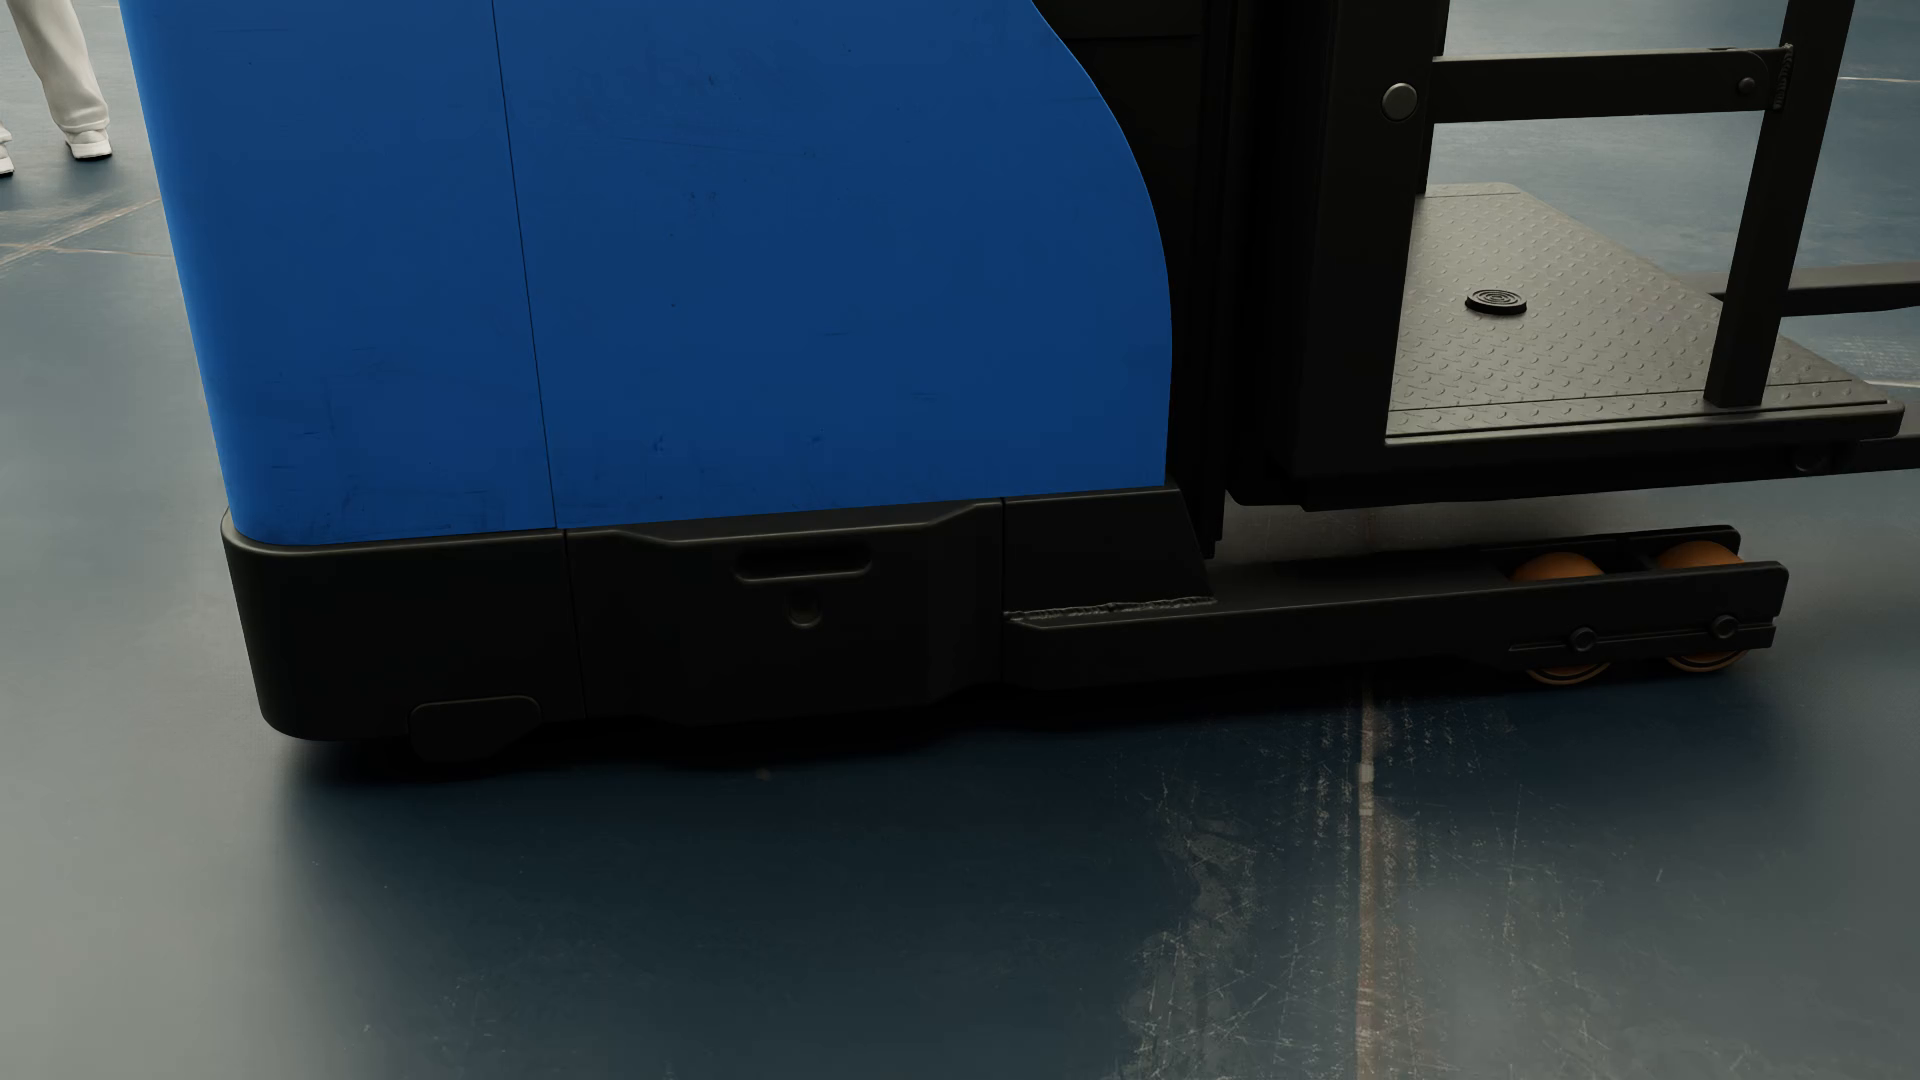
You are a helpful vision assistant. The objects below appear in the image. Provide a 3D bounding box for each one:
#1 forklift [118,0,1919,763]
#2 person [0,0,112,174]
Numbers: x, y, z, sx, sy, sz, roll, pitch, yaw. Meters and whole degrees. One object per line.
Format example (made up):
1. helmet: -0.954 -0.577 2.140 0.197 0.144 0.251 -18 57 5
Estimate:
1. forklift: 0.600 -1.354 1.930 3.031 2.935 1.130 -4 27 -9
2. person: -2.599 -1.826 4.150 0.409 1.774 0.653 21 33 35
